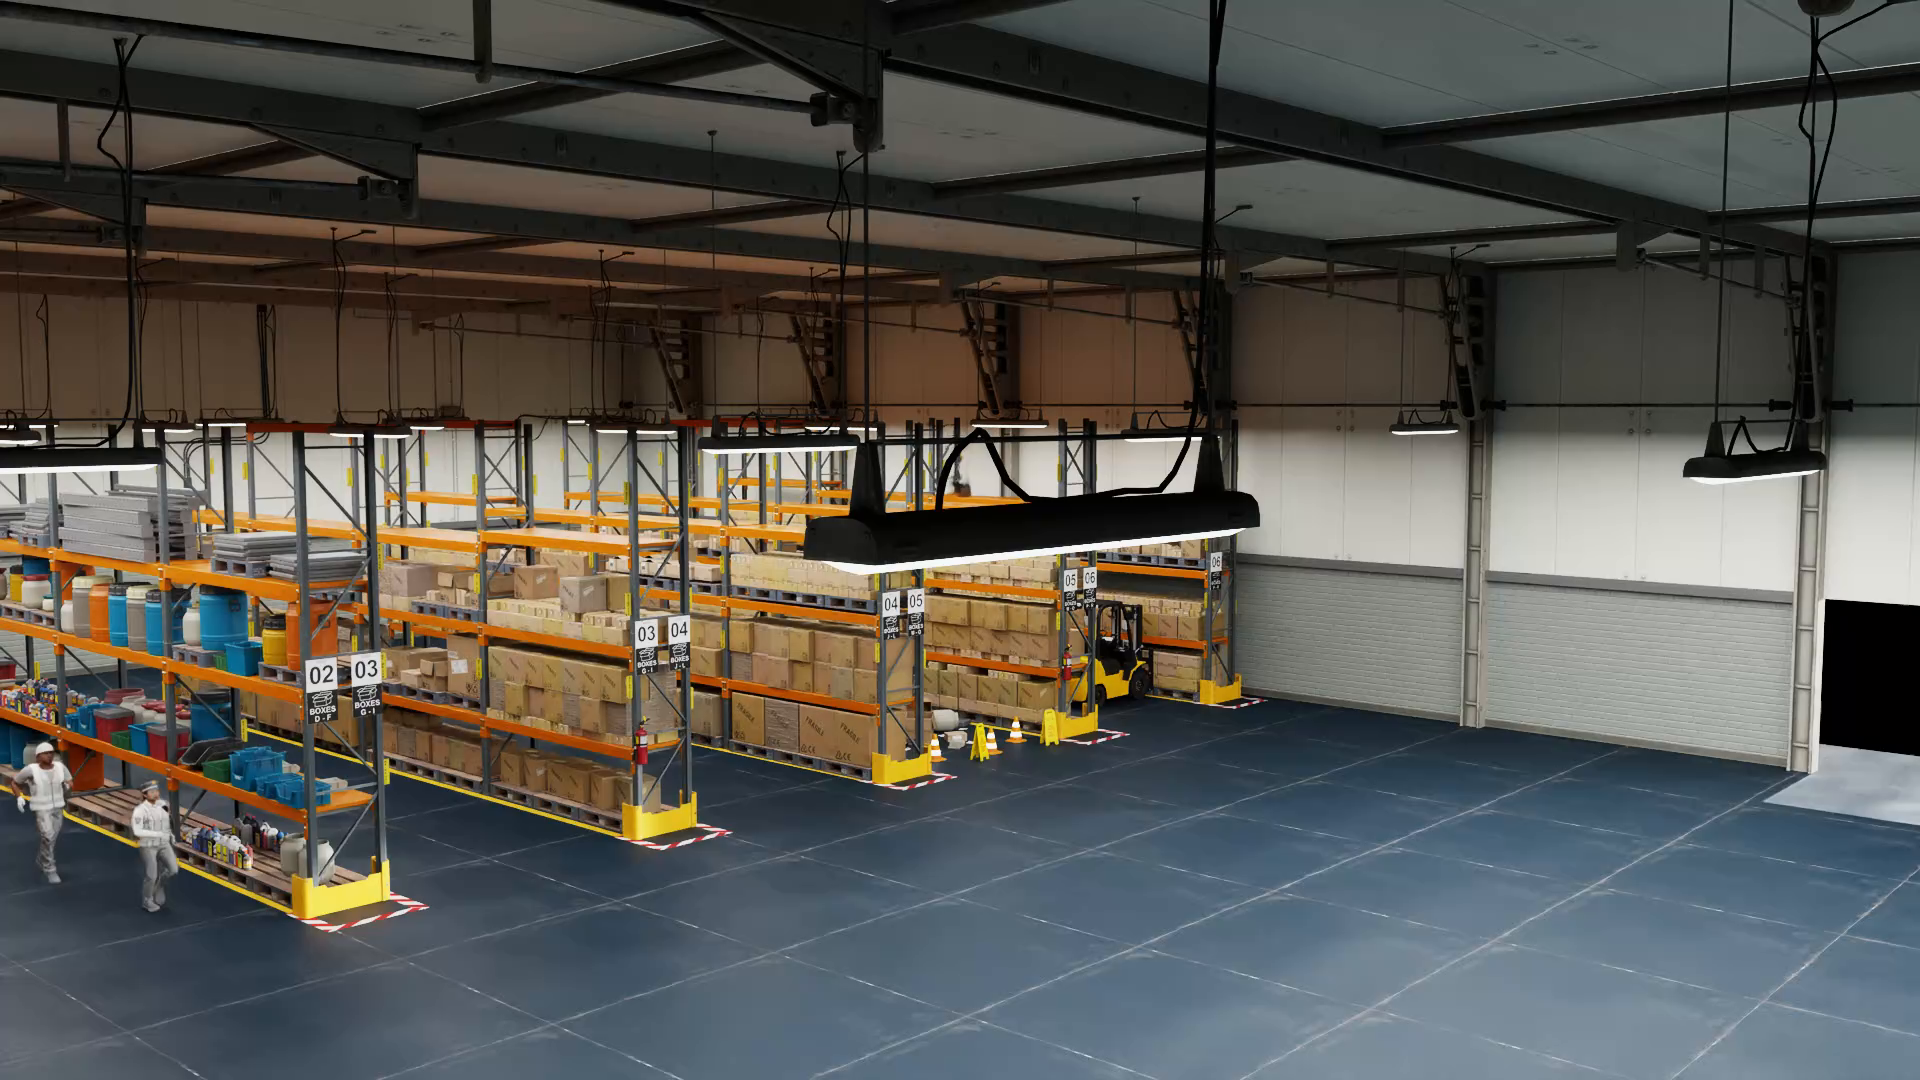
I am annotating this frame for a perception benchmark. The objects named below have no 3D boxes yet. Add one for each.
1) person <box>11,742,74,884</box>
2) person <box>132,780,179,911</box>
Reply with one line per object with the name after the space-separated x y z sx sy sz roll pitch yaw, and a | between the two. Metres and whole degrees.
-12.196 3.621 22.205 0.804 1.846 0.670 3 5 31 | person
-9.993 3.801 20.713 0.584 1.660 0.595 3 5 30 | person
